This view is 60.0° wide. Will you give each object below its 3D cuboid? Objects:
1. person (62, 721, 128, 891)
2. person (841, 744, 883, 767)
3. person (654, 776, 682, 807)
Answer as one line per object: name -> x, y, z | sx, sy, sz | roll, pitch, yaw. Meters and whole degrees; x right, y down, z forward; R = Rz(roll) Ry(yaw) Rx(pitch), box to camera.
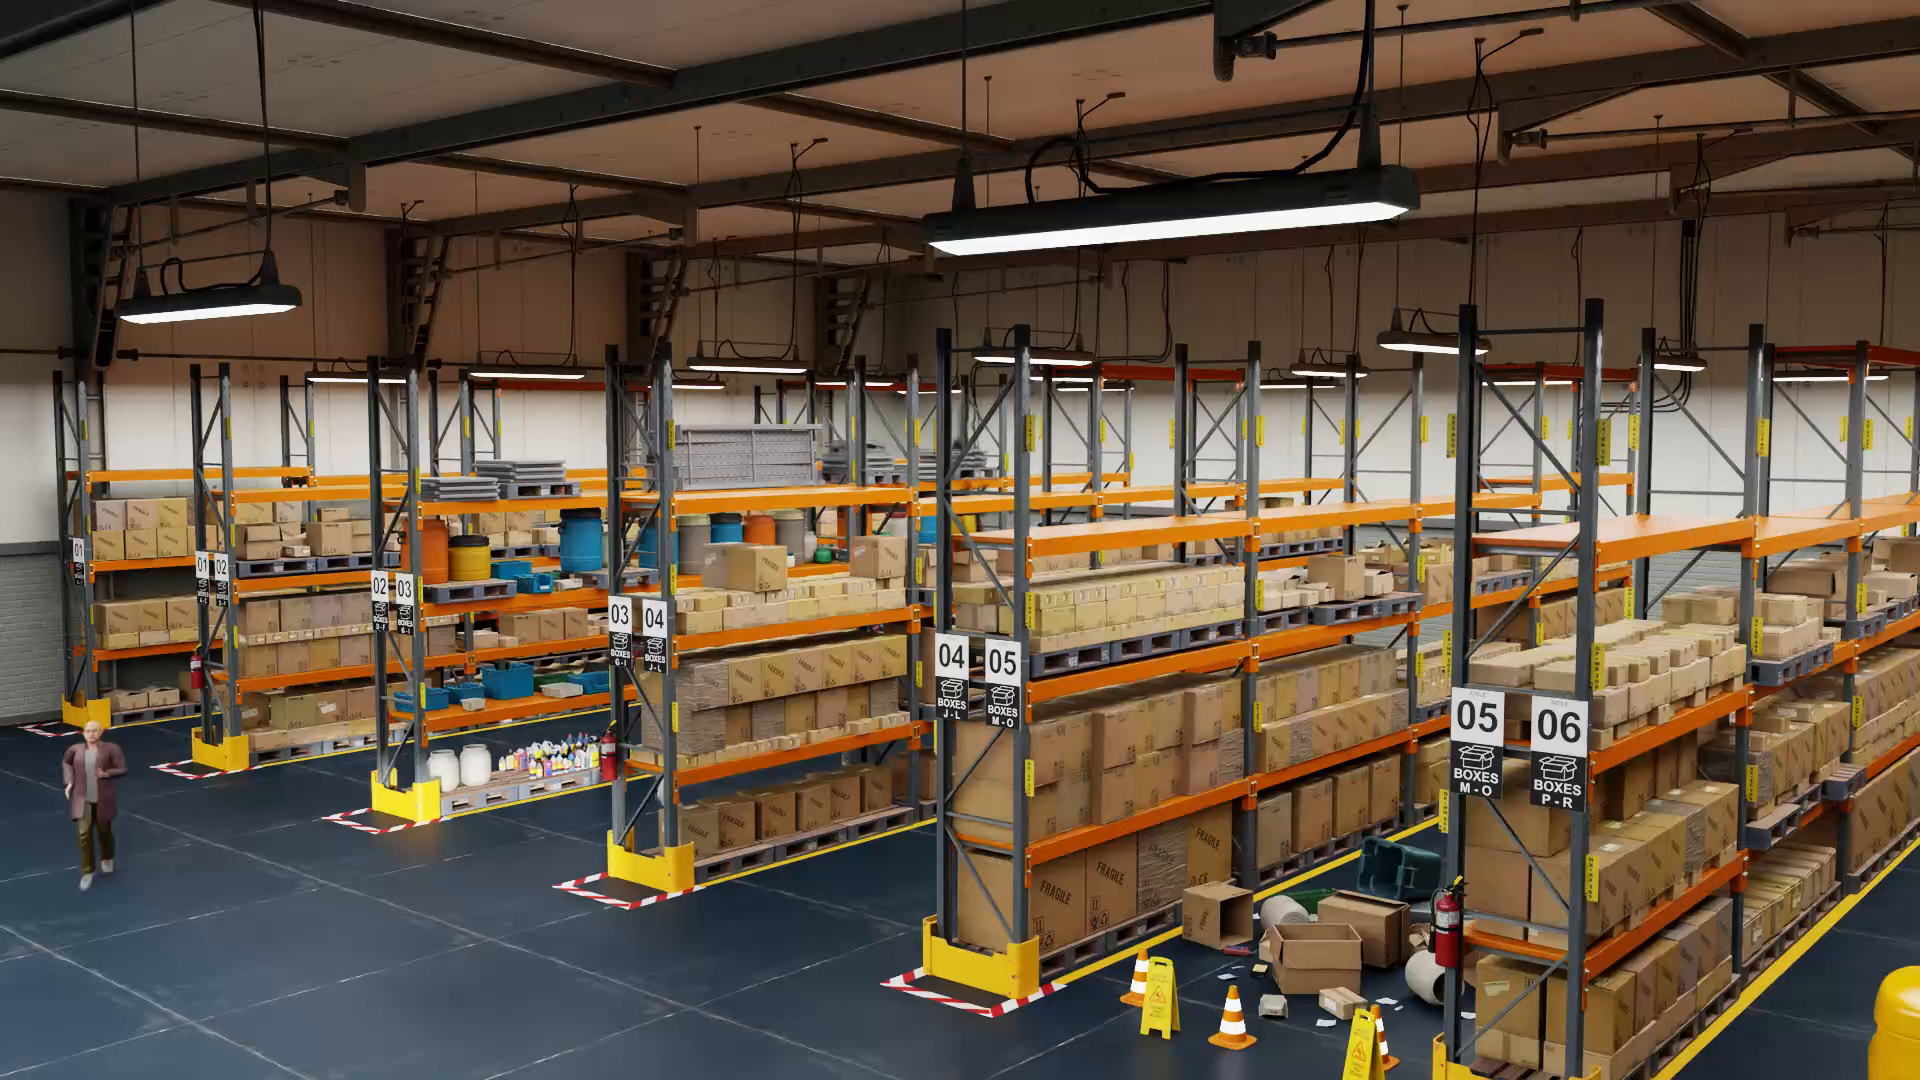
person -> -9.694, 2.926, 18.633 | 0.693, 1.824, 0.875 | -1, 4, -19
person -> -1.437, 2.541, 23.751 | 0.671, 1.818, 0.897 | 2, 5, 28
person -> -3.654, 2.794, 20.670 | 0.639, 1.744, 0.547 | 4, 6, 42
